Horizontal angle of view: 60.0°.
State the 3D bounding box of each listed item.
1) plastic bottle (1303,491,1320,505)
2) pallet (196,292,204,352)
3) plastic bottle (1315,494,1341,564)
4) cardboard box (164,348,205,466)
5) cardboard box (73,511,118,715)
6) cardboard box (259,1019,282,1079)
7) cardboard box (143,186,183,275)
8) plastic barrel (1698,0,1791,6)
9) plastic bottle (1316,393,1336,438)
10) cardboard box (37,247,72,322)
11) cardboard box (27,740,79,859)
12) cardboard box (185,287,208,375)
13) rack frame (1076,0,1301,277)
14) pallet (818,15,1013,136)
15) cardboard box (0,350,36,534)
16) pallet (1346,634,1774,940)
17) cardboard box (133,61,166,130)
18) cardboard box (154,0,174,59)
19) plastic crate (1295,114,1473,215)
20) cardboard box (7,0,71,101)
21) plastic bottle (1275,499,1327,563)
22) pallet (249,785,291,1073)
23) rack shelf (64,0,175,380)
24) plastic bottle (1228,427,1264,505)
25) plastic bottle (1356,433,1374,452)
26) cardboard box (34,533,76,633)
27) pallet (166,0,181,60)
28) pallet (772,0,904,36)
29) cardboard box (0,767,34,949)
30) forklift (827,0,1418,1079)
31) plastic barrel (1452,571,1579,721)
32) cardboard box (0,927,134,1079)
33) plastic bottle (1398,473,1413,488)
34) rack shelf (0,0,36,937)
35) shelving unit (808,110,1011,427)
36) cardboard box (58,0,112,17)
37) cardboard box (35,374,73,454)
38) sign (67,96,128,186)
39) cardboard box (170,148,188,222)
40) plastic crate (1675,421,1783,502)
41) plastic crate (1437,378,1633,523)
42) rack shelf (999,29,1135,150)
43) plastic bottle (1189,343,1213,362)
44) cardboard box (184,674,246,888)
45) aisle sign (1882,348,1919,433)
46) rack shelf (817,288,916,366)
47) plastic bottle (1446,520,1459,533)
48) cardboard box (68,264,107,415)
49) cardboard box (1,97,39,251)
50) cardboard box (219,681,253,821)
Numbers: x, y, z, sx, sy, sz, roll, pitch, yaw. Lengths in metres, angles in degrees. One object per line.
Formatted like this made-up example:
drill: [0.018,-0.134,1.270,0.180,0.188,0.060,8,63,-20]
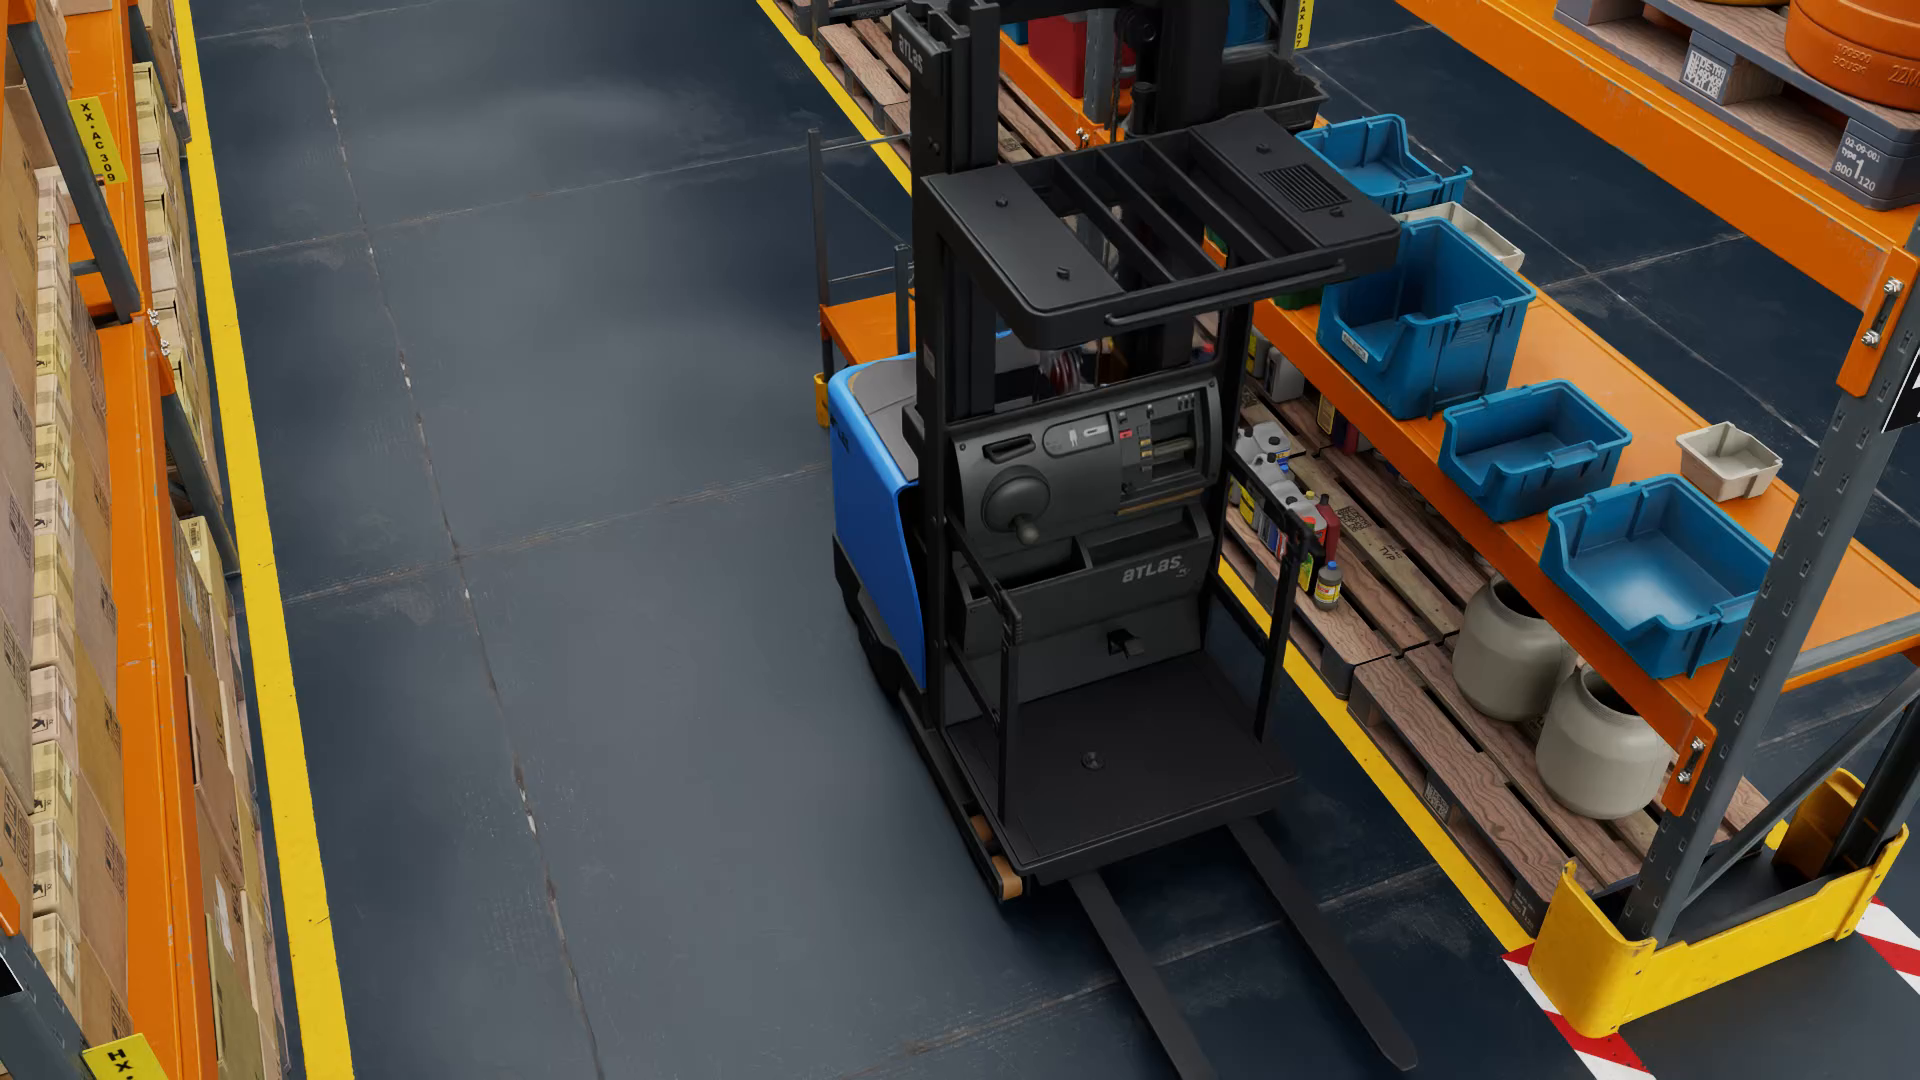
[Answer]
plastic bottle: [1.439,-0.115,6.892,0.097,0.201,0.097,0,41,0]
pallet: [-4.334,-1.017,8.270,1.003,0.211,1.213,-15,43,-17]
plastic bottle: [1.482,-0.047,6.750,0.061,0.283,0.133,-15,43,-17]
cardboard box: [-3.474,-0.544,6.939,0.500,0.311,0.500,-15,43,-17]
cardboard box: [-2.777,0.252,4.580,0.700,0.500,0.500,-14,43,-16]
cardboard box: [-2.210,1.710,4.747,0.500,0.250,0.500,-15,43,-17]
cardboard box: [-4.063,-1.470,8.015,0.500,0.311,0.500,-14,43,-16]
plastic barrel: [2.009,-1.750,4.218,0.600,0.588,0.600,0,41,0]
plastic bottle: [1.657,-0.607,7.401,0.061,0.283,0.133,-15,43,-17]
cardboard box: [-3.049,-0.771,5.271,0.380,0.149,0.250,-16,43,-18]
cardboard box: [-2.164,0.623,3.651,0.380,0.149,0.250,-15,43,-17]
cardboard box: [-3.866,-0.945,7.835,0.500,0.250,0.500,-16,43,-18]
rack frame: [1.032,-2.137,7.435,1.000,3.000,0.127,-15,43,-17]
pallet: [-0.238,-3.013,10.592,1.003,0.211,1.213,-15,43,-17]
cardboard box: [-2.794,-0.261,4.181,0.700,0.500,0.500,-15,43,-17]
pallet: [2.184,0.805,6.152,1.003,0.211,1.213,-15,43,-17]
cardboard box: [-4.648,-2.388,9.084,0.500,0.311,0.500,-14,43,-16]
cardboard box: [-5.192,-3.192,10.241,0.500,0.500,0.500,-17,43,-18]
plastic crate: [1.706,-1.482,6.787,0.499,0.251,0.616,-15,43,-17]
cardboard box: [-4.218,-2.027,7.230,0.500,0.500,0.500,-15,43,-17]
plastic bottle: [1.384,-0.017,6.721,0.152,0.276,0.135,-15,43,-17]
pallet: [-2.810,1.379,5.484,1.003,0.211,1.213,-15,43,-17]
rack shelf: [-4.311,-1.836,7.636,1.077,0.370,4.000,-15,43,-17]
plastic bottle: [1.192,-0.340,7.039,0.144,0.351,0.185,-15,43,-17]
plastic bottle: [1.800,-0.546,7.336,0.152,0.276,0.135,-14,43,-16]
cardboard box: [-2.461,0.157,4.193,0.380,0.149,0.250,-16,43,-17]
pallet: [-5.790,-3.449,11.099,1.003,0.211,1.213,-15,43,-17]
pallet: [-0.839,-3.954,11.686,1.003,0.211,1.213,-15,43,-17]
cardboard box: [-2.202,0.660,3.110,0.700,0.500,0.500,-15,43,-17]
forklift: [0.507,-0.177,5.208,1.130,2.935,3.031,-15,43,-17]
plastic barrel: [2.048,0.377,6.097,0.421,0.512,0.421,0,41,0]
cardboard box: [-2.182,1.184,3.496,0.700,0.500,0.500,-15,43,-17]
plastic bottle: [1.949,-0.330,7.142,0.097,0.201,0.097,0,41,0]
rack shelf: [-2.781,-0.563,3.856,1.077,0.370,4.000,-15,43,-17]
shelving unit: [-0.208,-0.897,7.142,0.587,1.500,1.083,-15,43,-17]
cardboard box: [-4.477,-2.745,8.334,0.380,0.149,0.250,-15,43,-17]
cardboard box: [-2.759,-0.312,4.738,0.380,0.149,0.250,-14,43,-16]
sign: [-3.034,-1.401,5.854,0.100,0.325,0.005,-15,43,-17]
cardboard box: [-4.449,-1.864,8.904,0.500,0.250,0.500,-16,43,-17]
plastic crate: [2.517,-0.247,5.439,0.298,0.136,0.250,-15,43,-17]
plastic crate: [1.851,-0.291,5.401,0.499,0.251,0.408,-15,43,-17]
rack shelf: [0.267,-3.069,9.070,1.077,0.370,4.000,-15,43,-17]
plastic bottle: [1.091,-0.746,7.511,0.144,0.351,0.185,-15,43,-17]
cardboard box: [-2.586,0.822,5.205,0.500,0.500,0.500,-15,43,-17]
aisle sign: [2.316,-0.596,3.648,0.394,0.787,0.004,-15,43,-17]
rack shelf: [-0.205,-0.755,7.253,0.538,0.185,1.000,-15,43,-17]
plastic bottle: [2.087,-0.175,6.899,0.061,0.283,0.133,-14,43,-16]
cardboard box: [-3.370,-0.676,5.659,0.700,0.500,0.500,-16,43,-18]
cardboard box: [-3.370,-1.168,5.236,0.700,0.500,0.500,-15,43,-17]
cardboard box: [-2.779,0.806,5.799,0.500,0.250,0.500,-15,43,-17]
